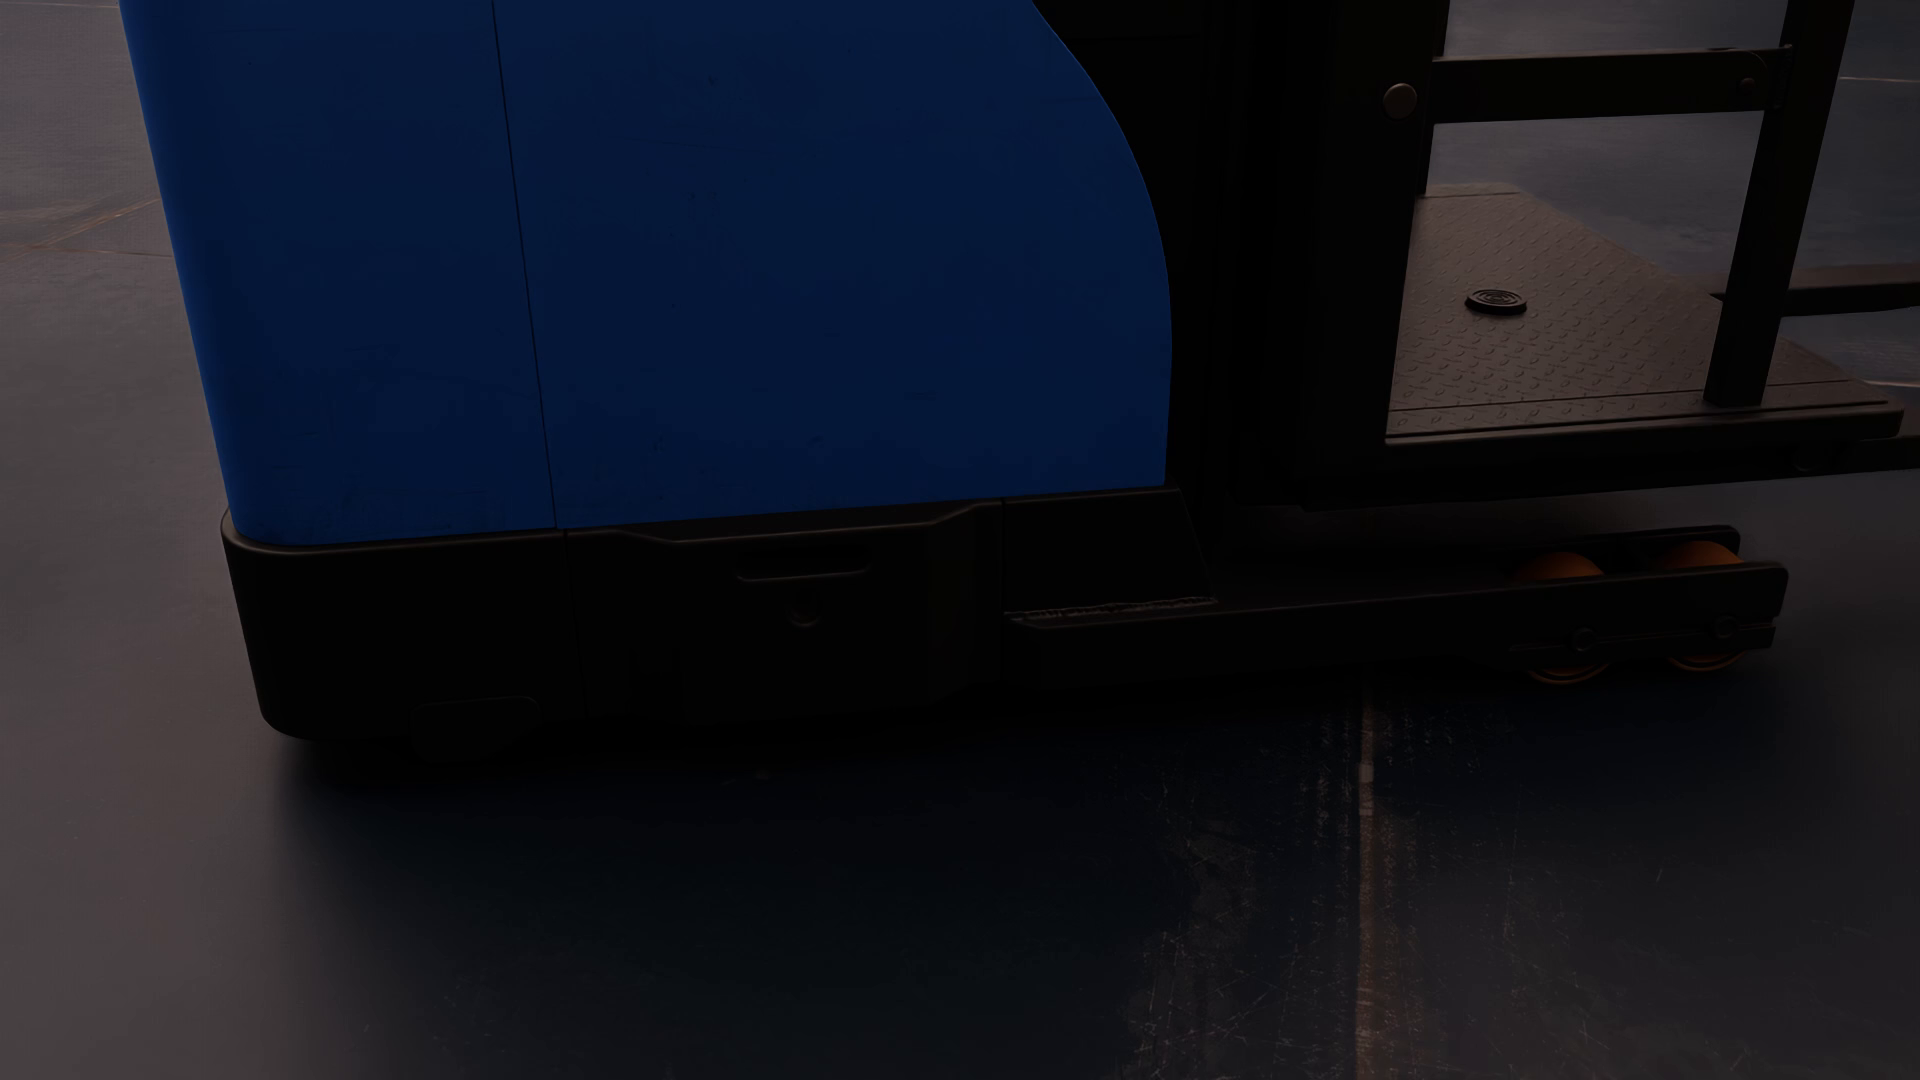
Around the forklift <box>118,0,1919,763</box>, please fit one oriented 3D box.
[{"bbox_3d":[0.600,-1.354,1.930,3.031,2.935,1.130,-4,27,-9],"label":"forklift"}]
